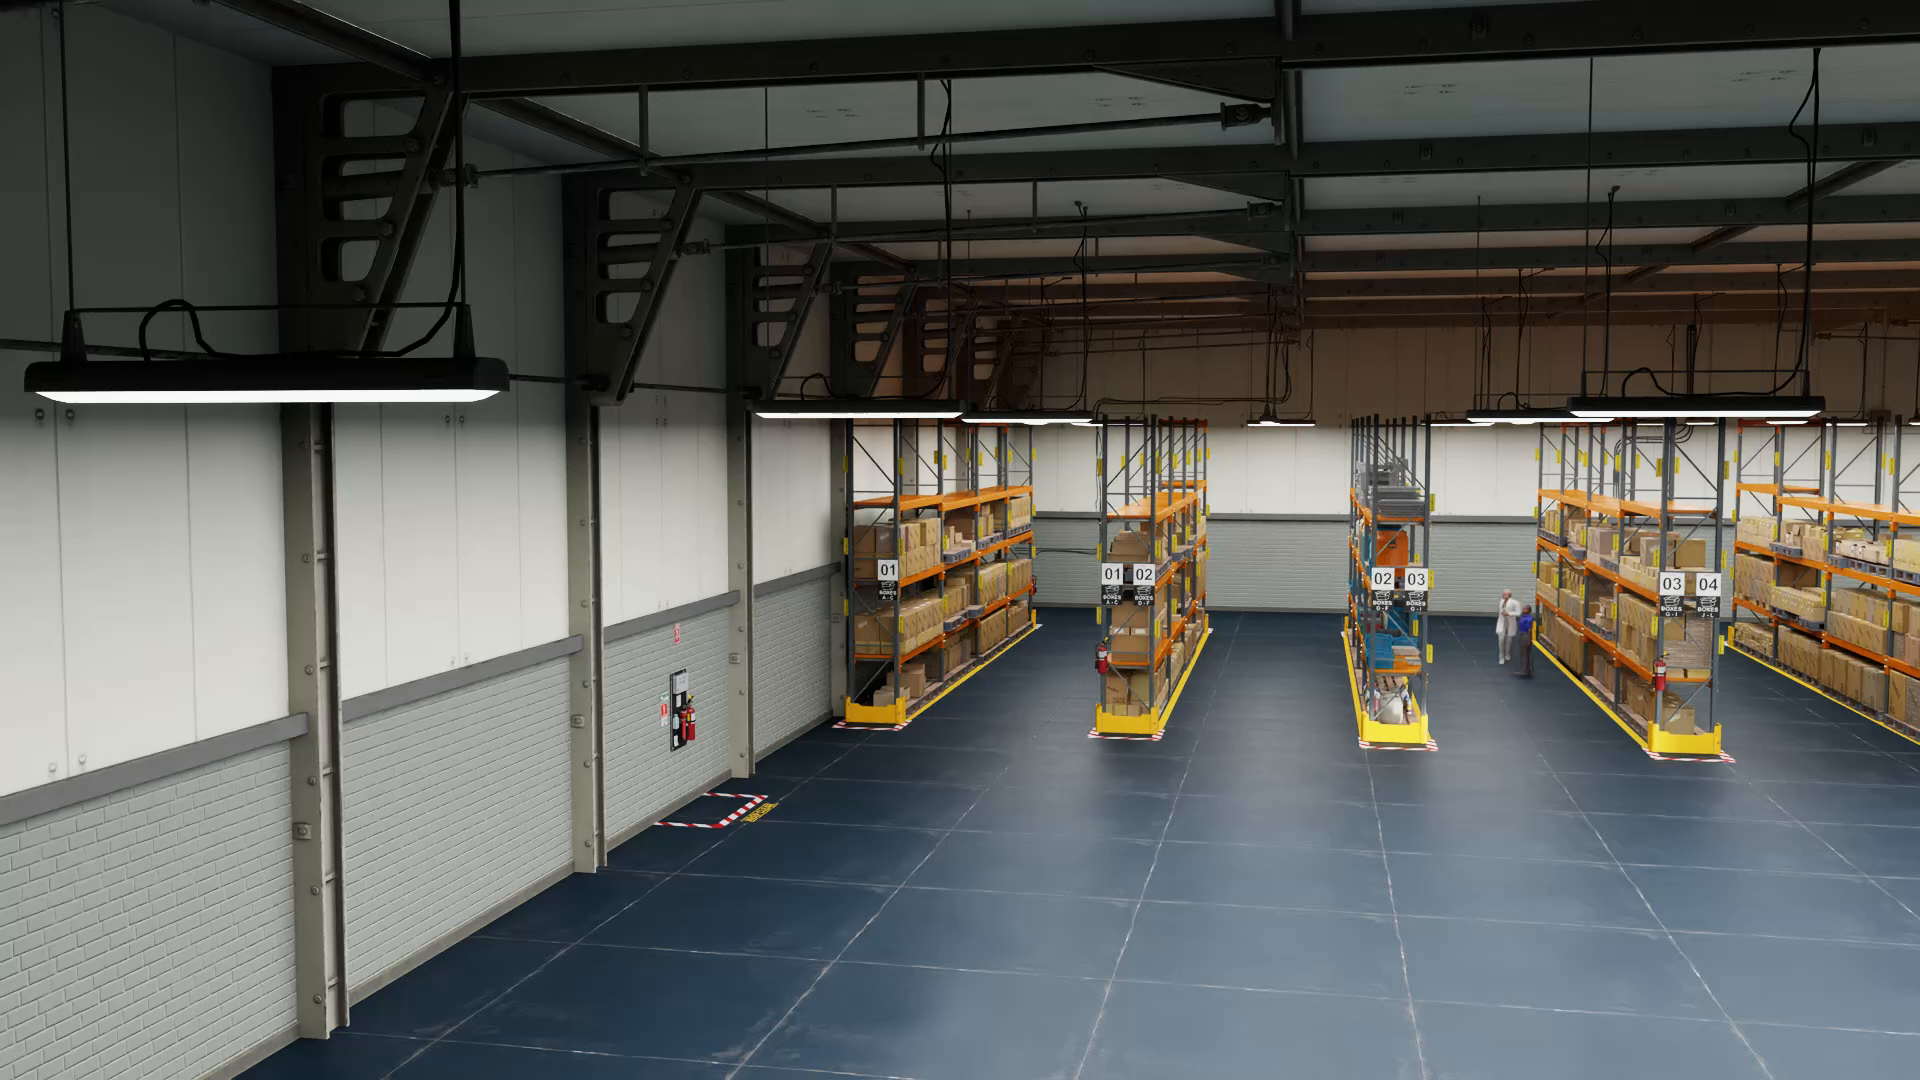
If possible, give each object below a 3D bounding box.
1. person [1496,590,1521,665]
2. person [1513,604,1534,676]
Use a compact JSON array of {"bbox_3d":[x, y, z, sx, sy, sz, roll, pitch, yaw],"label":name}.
[{"bbox_3d":[13.431,2.137,40.735,0.571,1.860,0.845,1,4,18],"label":"person"},{"bbox_3d":[13.143,2.326,38.706,0.450,1.645,0.464,2,4,22],"label":"person"}]
